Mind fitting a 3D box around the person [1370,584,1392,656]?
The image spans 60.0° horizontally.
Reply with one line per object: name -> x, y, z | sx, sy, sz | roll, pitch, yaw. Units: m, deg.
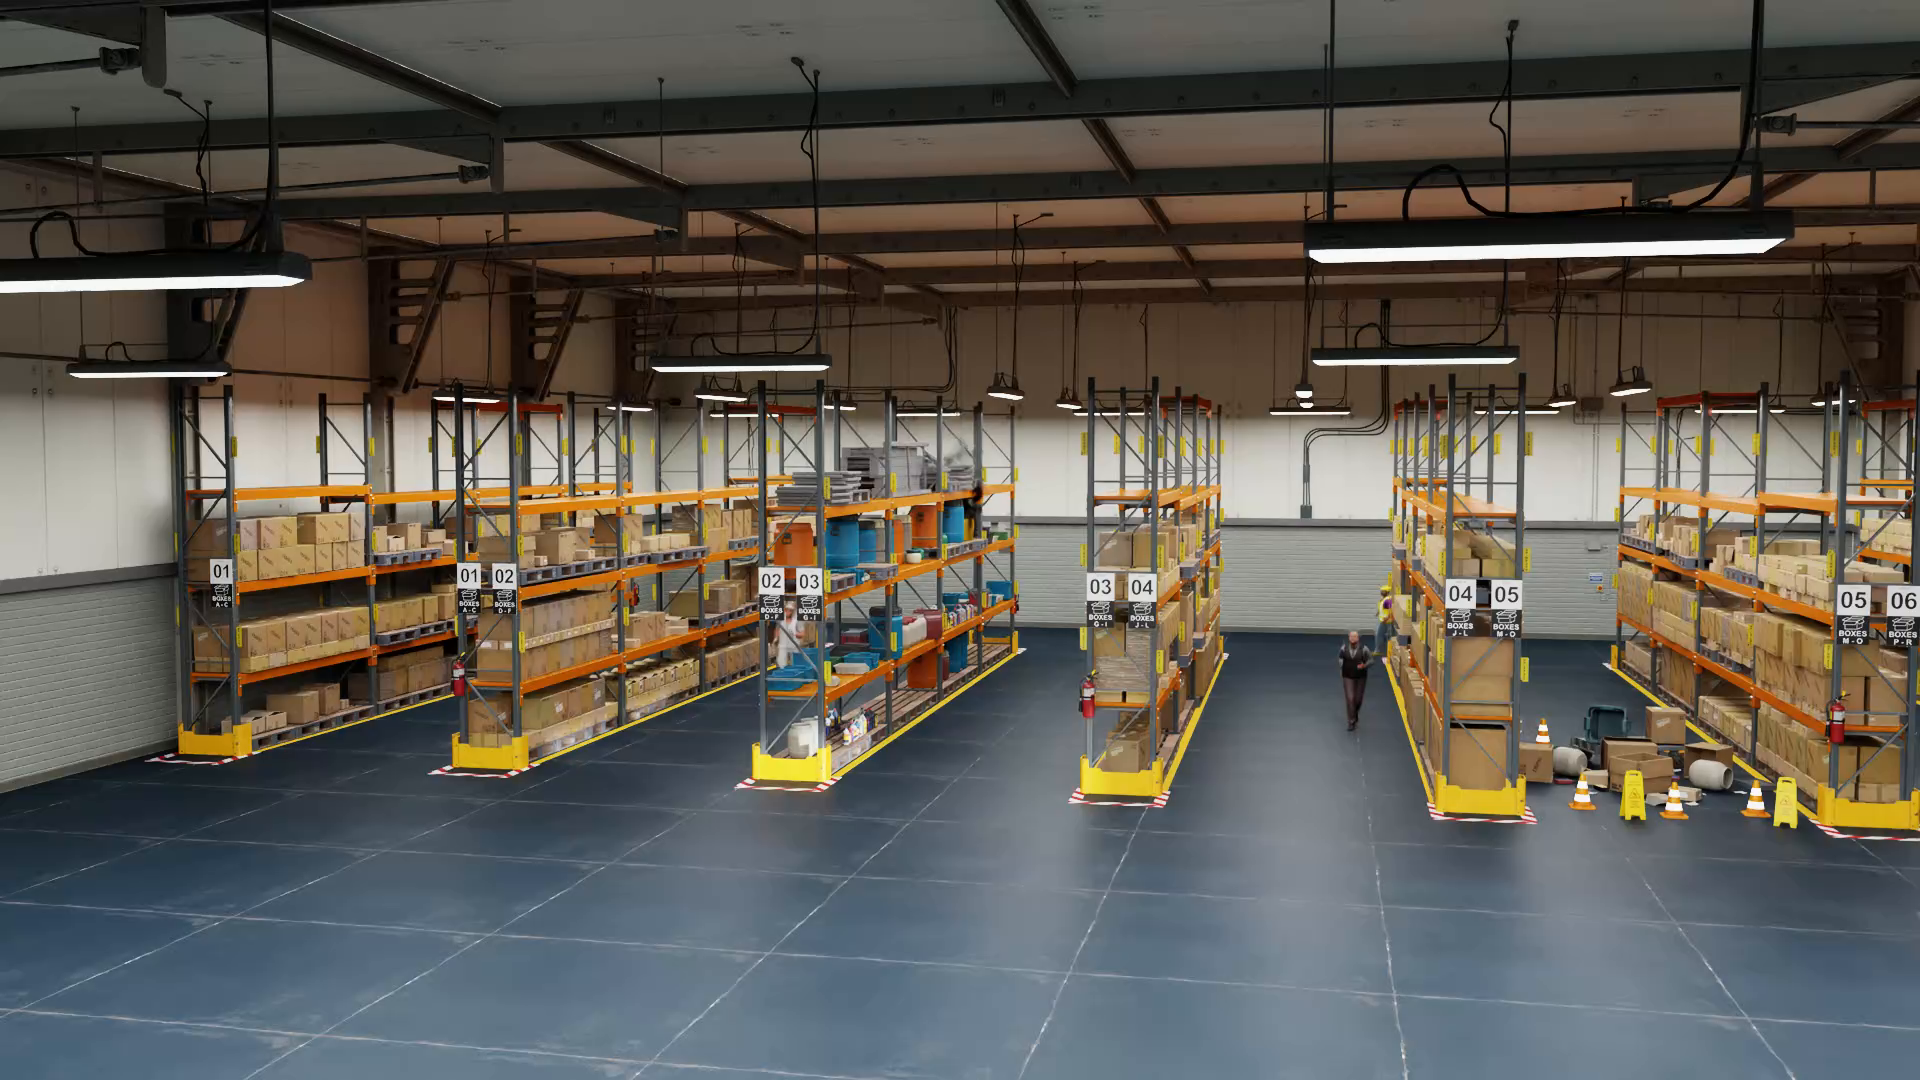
person -> 10.203, 1.919, 39.712 | 0.799, 1.733, 0.756 | 0, 3, 4

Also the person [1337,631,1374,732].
person -> 7.039, 2.487, 29.602 | 0.648, 1.735, 0.890 | 1, 3, 15

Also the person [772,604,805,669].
person -> -3.374, 2.155, 32.736 | 0.659, 1.784, 0.980 | 0, 3, 4
